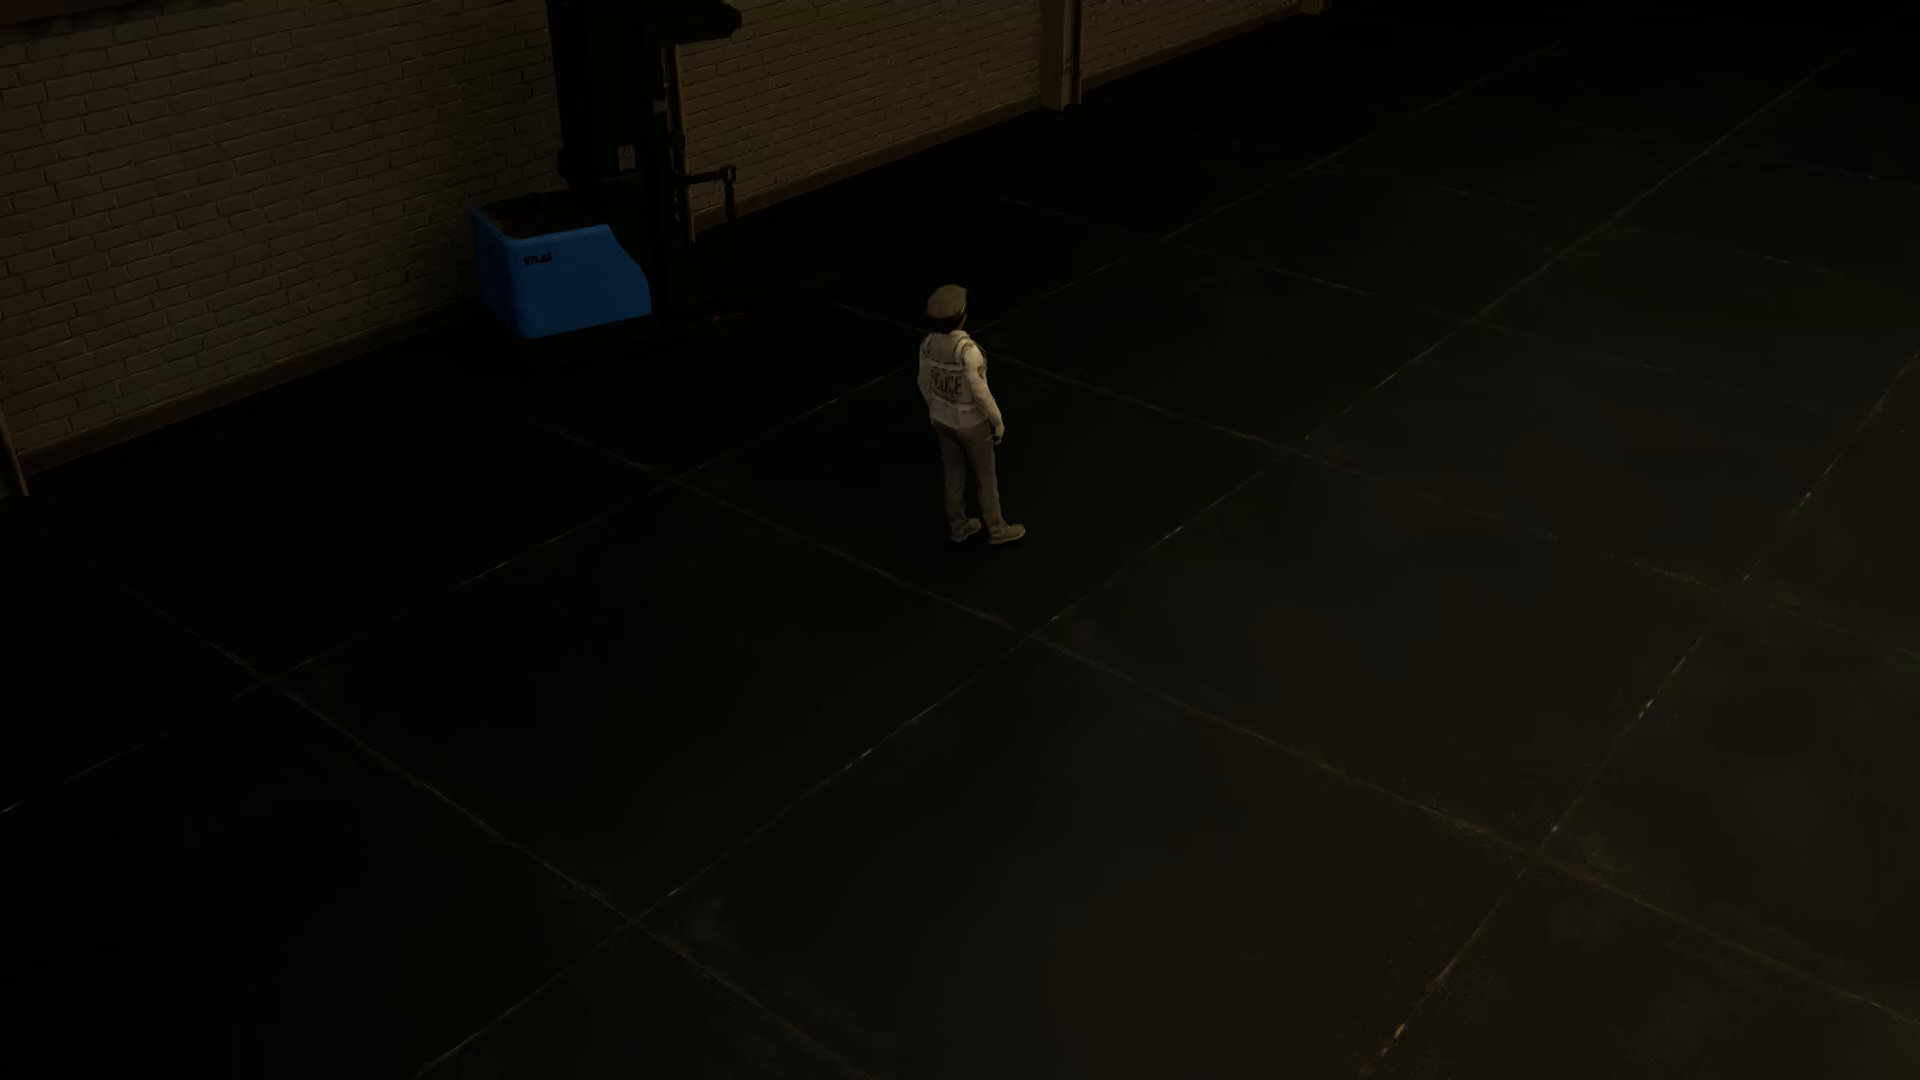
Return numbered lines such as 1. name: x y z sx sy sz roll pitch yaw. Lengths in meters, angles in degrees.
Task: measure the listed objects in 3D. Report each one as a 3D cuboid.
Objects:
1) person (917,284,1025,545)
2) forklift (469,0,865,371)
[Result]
1. person: 0.048 -0.763 10.110 0.586 1.695 0.533 22 37 33
2. forklift: -2.259 -3.092 12.886 3.031 2.935 1.130 -17 34 -26
